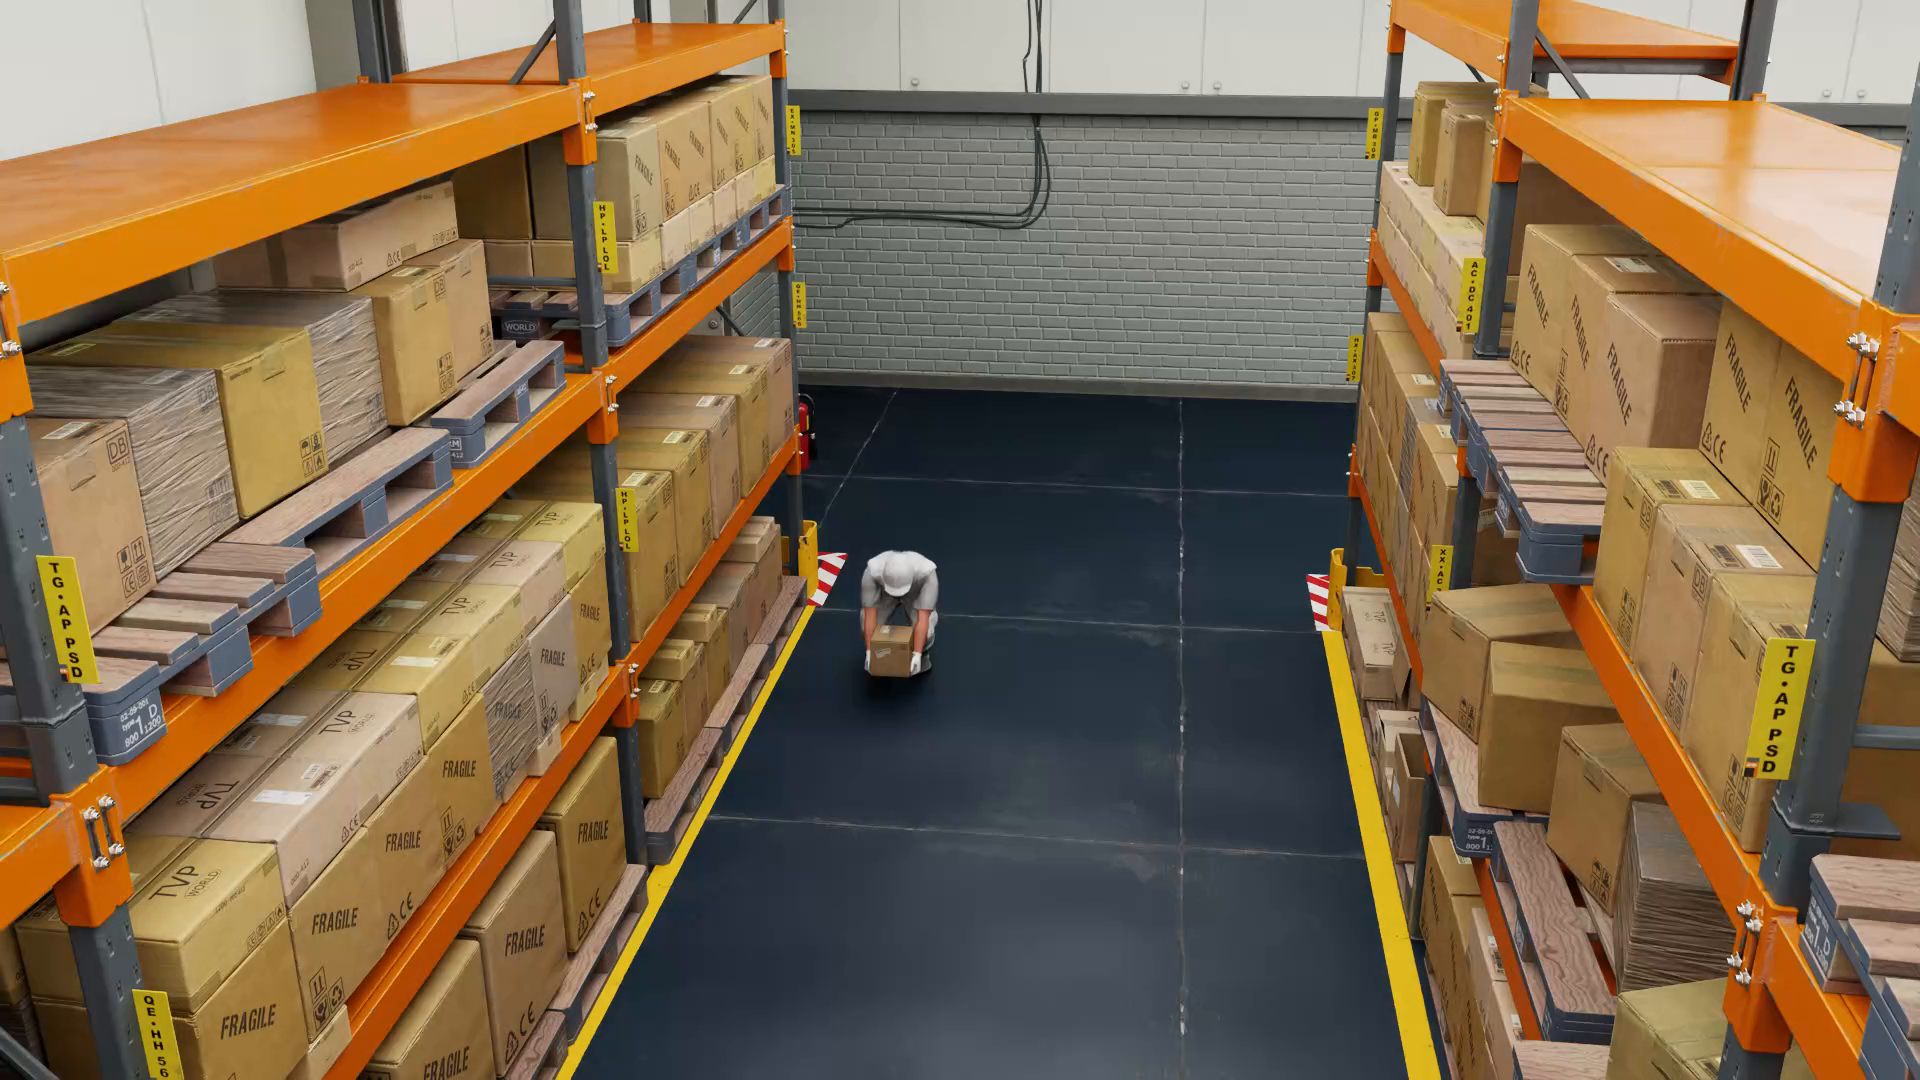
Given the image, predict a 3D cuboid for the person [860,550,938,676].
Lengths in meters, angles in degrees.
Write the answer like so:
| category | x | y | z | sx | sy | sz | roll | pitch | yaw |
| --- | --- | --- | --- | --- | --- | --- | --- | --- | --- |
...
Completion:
| category | x | y | z | sx | sy | sz | roll | pitch | yaw |
| --- | --- | --- | --- | --- | --- | --- | --- | --- | --- |
| person | -0.408 | 0.443 | 11.015 | 0.526 | 0.993 | 0.907 | 2 | 21 | 5 |
